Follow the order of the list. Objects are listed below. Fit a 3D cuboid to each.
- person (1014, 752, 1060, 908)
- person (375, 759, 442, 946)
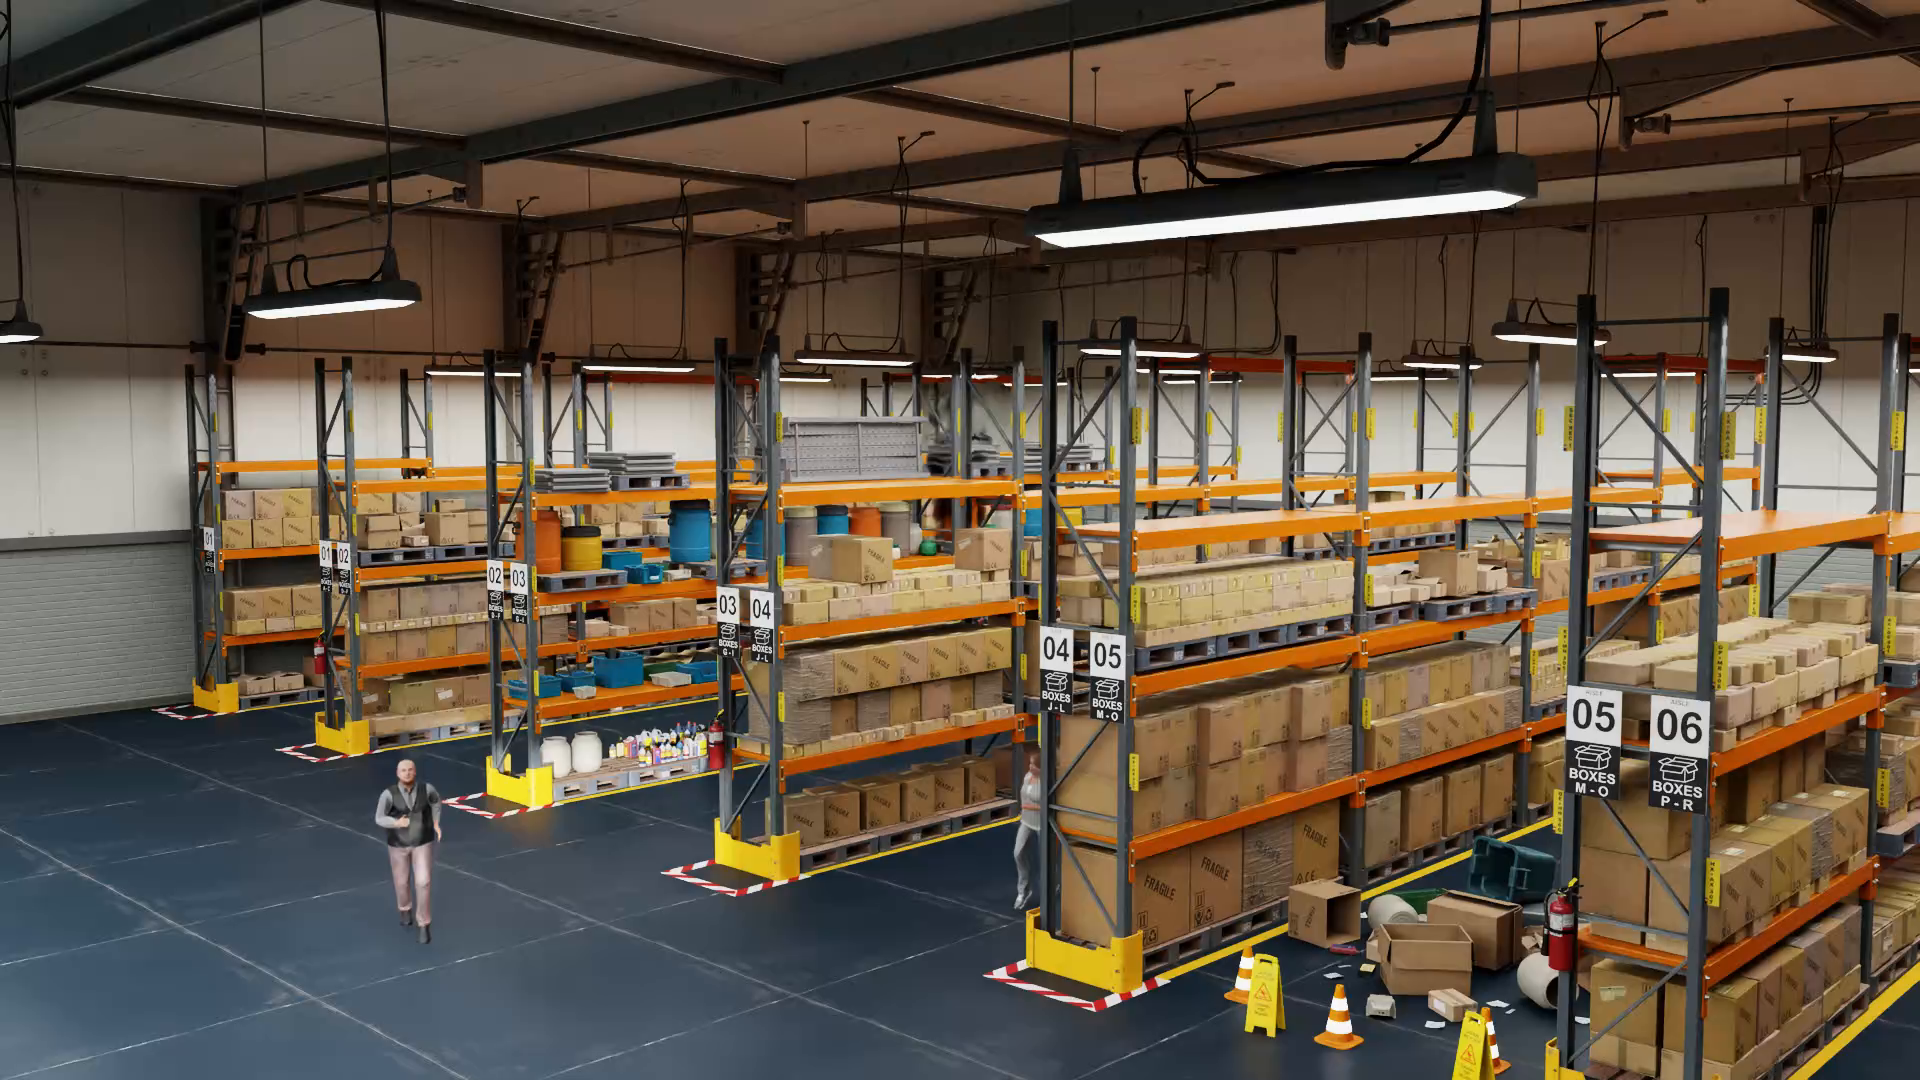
[{"bbox_3d":[0.813,3.034,17.452,0.519,1.644,0.722,3,5,37],"label":"person"},{"bbox_3d":[-5.422,3.043,16.397,0.628,1.778,0.789,-1,5,-17],"label":"person"}]
